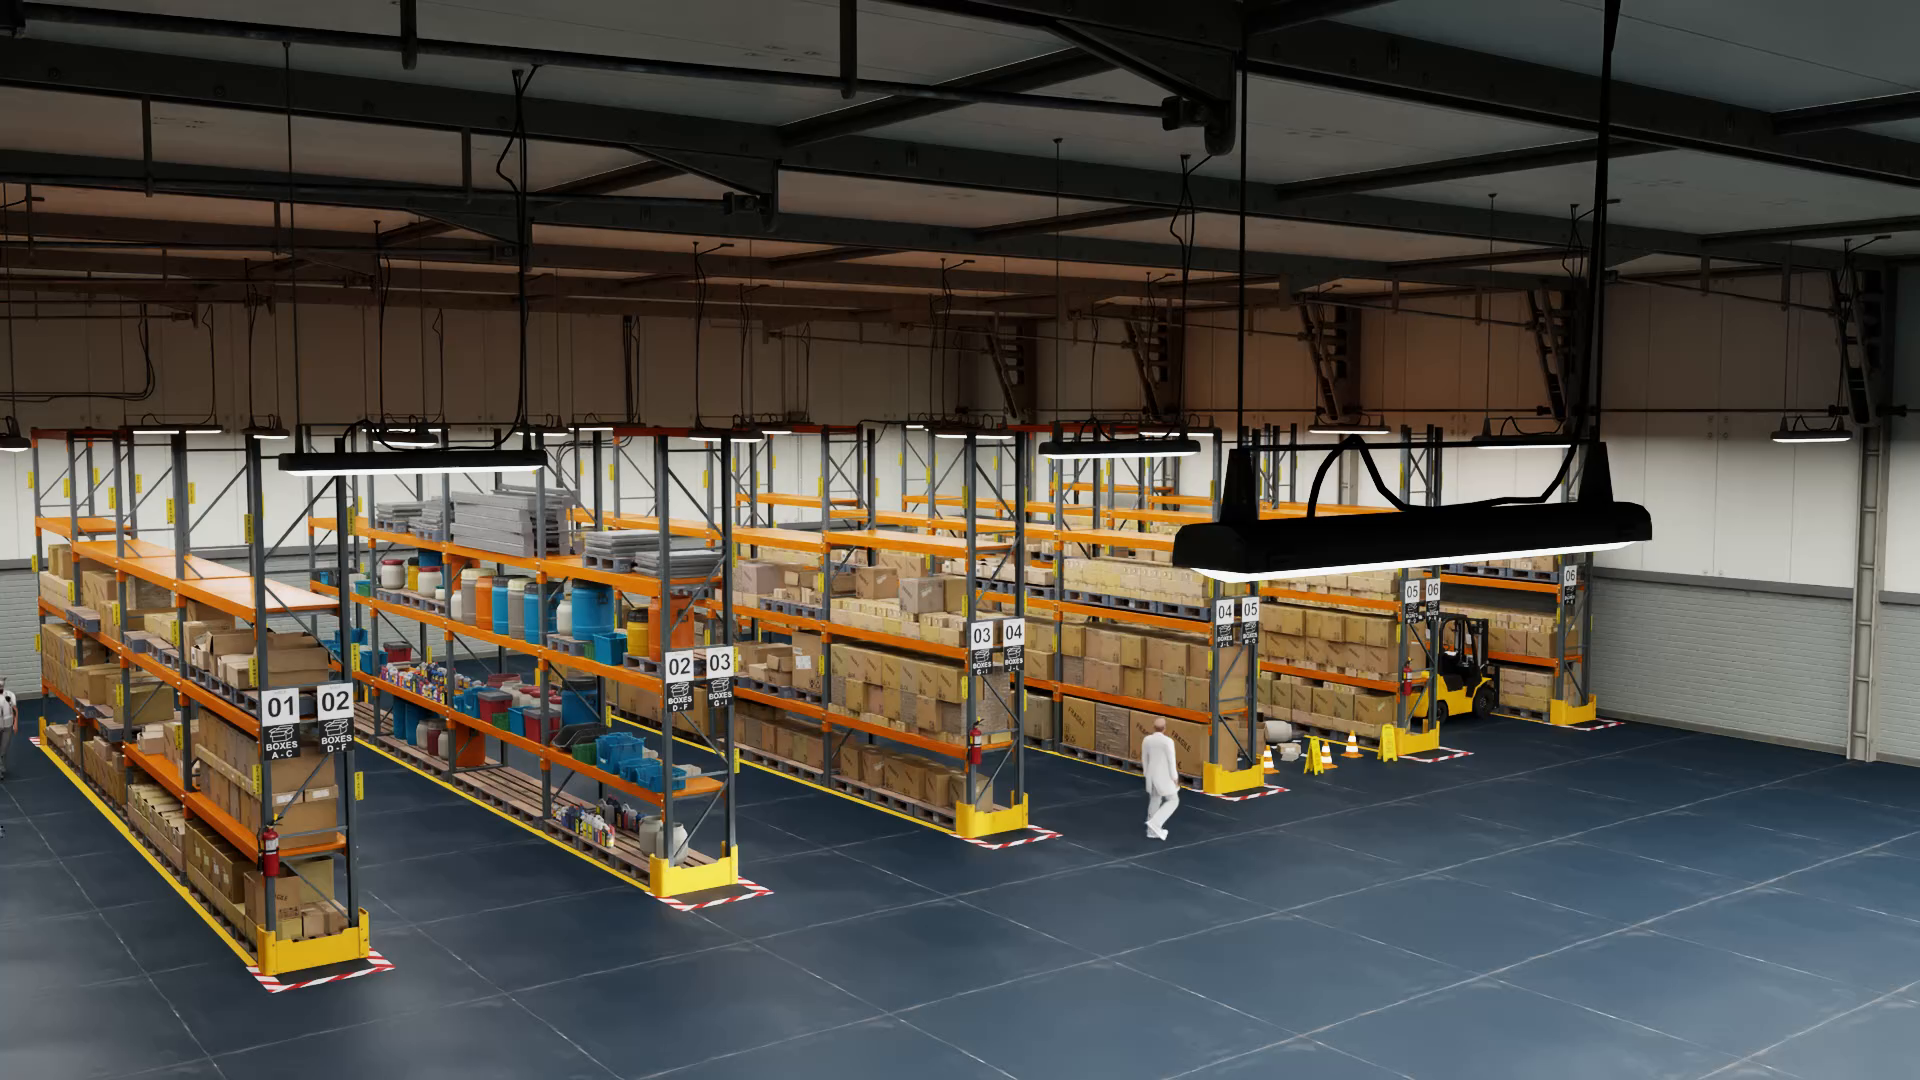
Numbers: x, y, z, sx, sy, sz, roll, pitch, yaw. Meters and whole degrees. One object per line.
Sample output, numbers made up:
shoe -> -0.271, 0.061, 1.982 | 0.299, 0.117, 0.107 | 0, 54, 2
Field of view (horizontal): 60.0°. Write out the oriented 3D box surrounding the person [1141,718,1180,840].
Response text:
person -> 2.924, 3.601, 24.479 | 0.536, 1.577, 0.603 | -3, 5, -34

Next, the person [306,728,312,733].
person -> -9.498, 3.556, 24.332 | 0.598, 1.715, 0.493 | -2, 5, -28

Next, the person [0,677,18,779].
person -> -16.529, 3.201, 28.669 | 0.983, 1.710, 0.547 | 4, 6, 41
